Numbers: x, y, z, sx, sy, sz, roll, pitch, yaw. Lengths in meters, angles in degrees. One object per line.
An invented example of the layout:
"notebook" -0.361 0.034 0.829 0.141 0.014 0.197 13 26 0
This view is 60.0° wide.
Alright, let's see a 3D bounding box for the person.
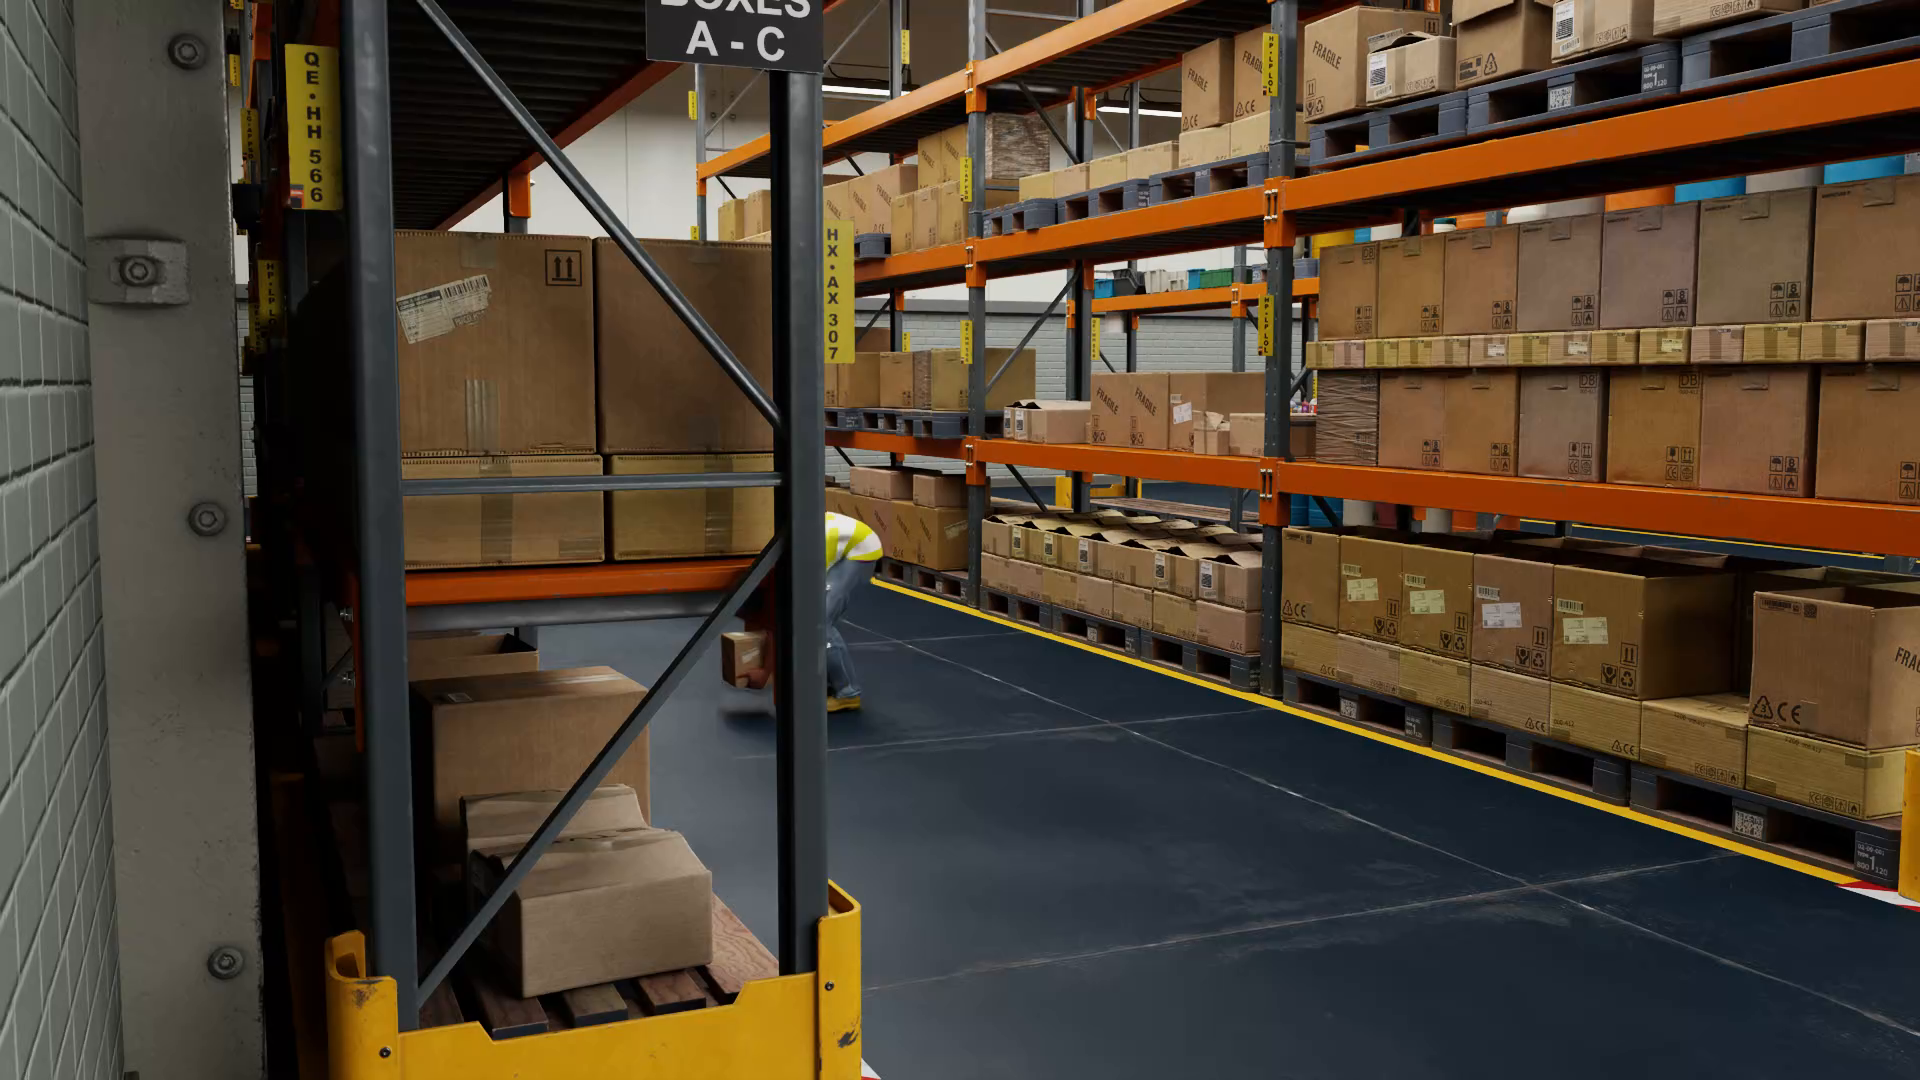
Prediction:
"person" -0.892 0.383 8.786 0.972 1.043 0.486 -2 6 -25
